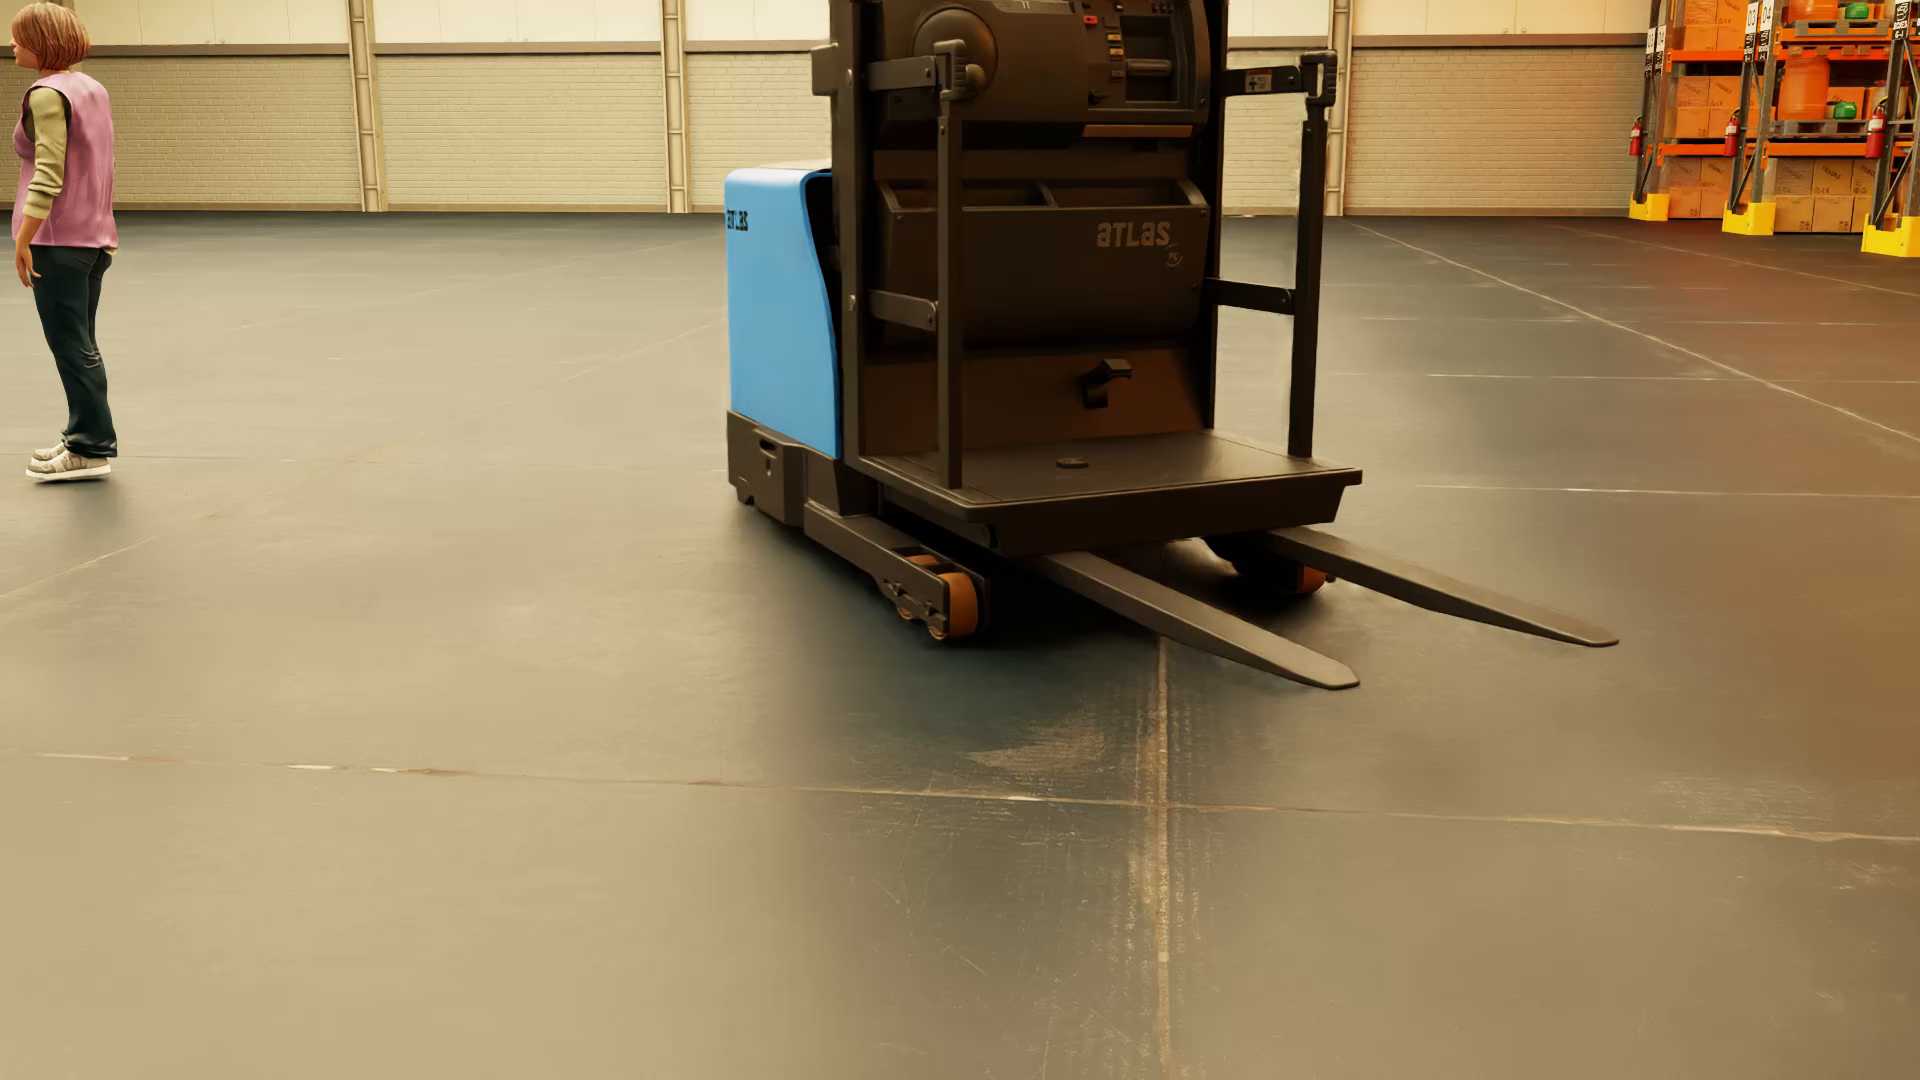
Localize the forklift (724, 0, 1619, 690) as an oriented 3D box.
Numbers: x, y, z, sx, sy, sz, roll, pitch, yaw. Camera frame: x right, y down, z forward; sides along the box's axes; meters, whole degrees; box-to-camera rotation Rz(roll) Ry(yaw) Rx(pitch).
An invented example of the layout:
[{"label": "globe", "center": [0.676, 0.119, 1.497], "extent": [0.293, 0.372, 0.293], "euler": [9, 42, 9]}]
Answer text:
[{"label": "forklift", "center": [0.315, -1.300, 4.069], "extent": [1.130, 2.935, 3.031], "euler": [-6, 14, -24]}]

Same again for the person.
[{"label": "person", "center": [-3.123, -1.000, 5.682], "extent": [0.475, 1.597, 0.520], "euler": [-1, 13, -4]}]
